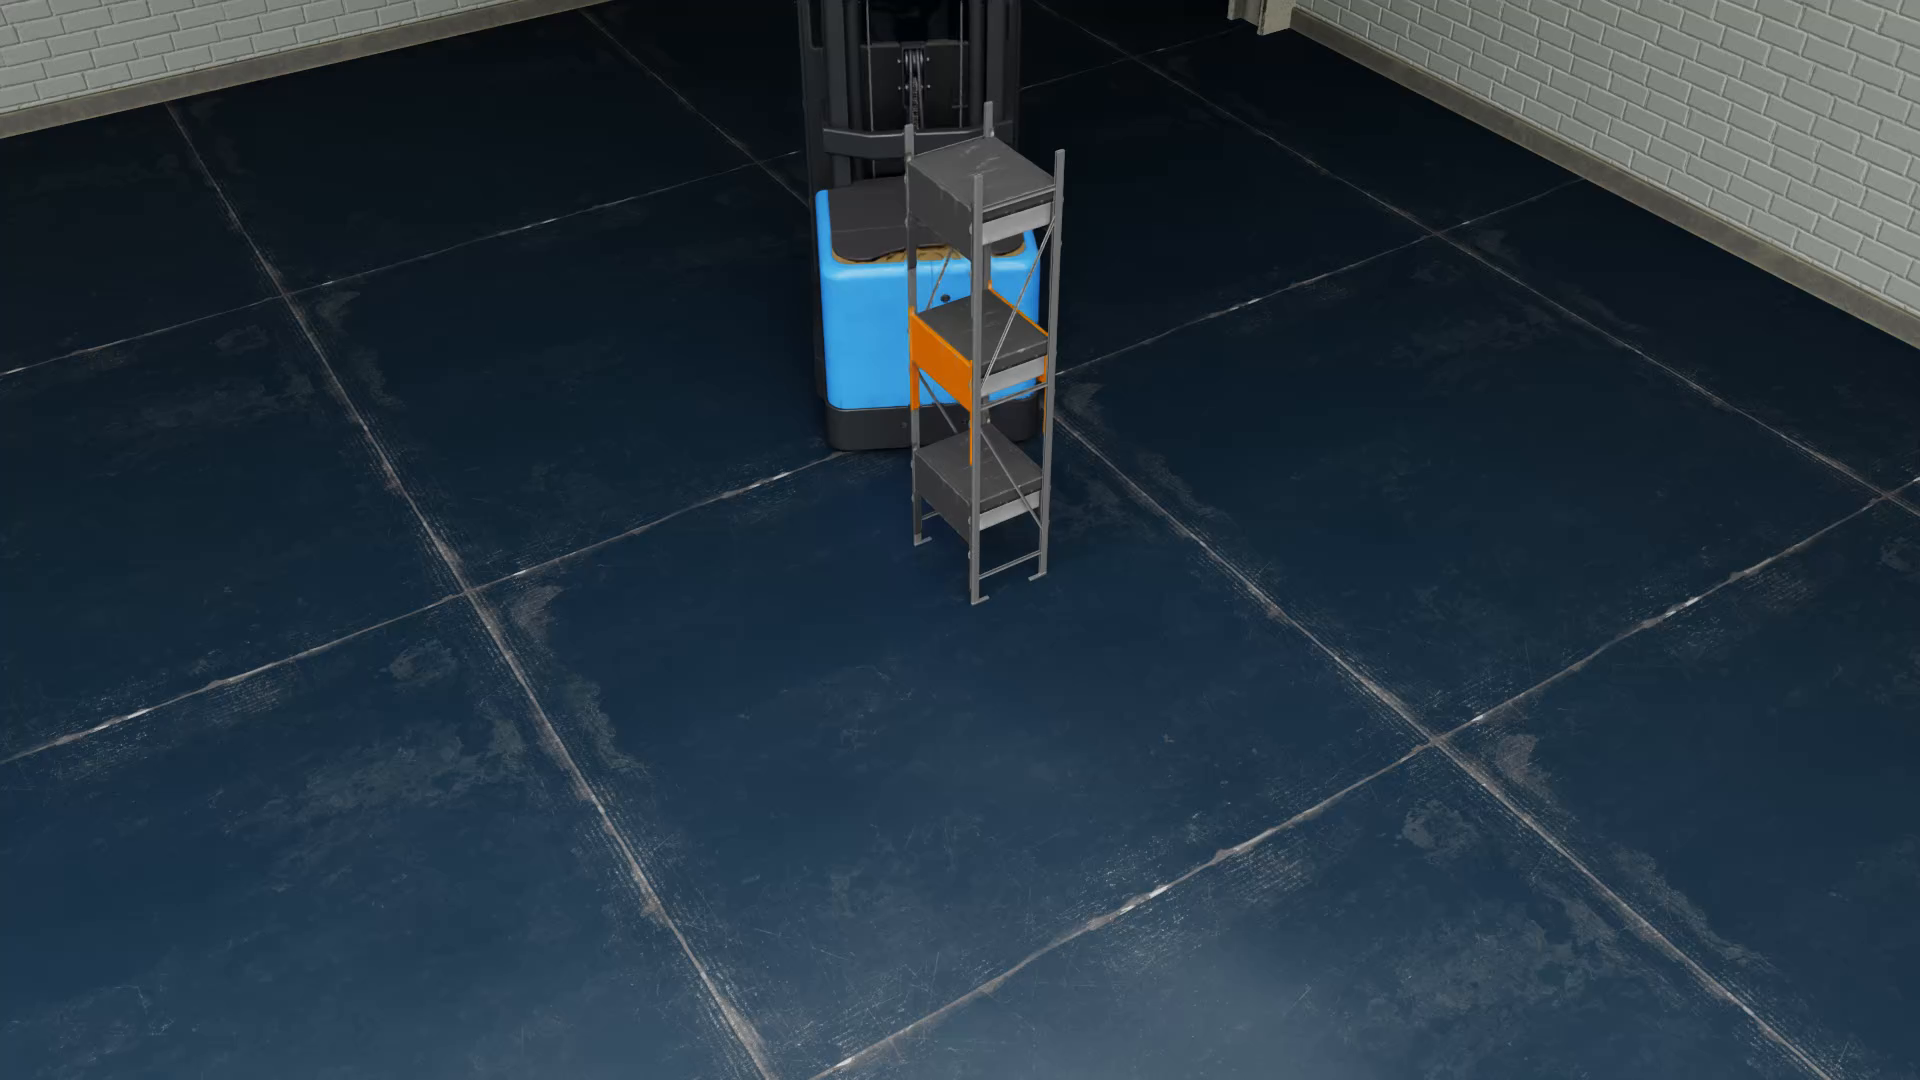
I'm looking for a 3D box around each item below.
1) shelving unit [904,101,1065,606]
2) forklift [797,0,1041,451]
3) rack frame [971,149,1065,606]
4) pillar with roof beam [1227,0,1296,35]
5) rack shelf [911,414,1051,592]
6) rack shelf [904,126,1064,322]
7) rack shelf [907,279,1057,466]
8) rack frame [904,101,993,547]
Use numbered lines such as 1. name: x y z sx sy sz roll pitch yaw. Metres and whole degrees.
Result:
1. shelving unit: 0.089 -0.717 6.971 0.431 2.100 0.503 -22 45 -24
2. forklift: -0.271 -2.500 8.461 1.130 2.935 3.031 -4 40 -4
3. rack frame: 0.220 -0.586 6.813 0.400 2.100 0.015 -22 45 -24
4. pillar with roof beam: -1.399 -5.832 7.719 9.100 9.000 0.400 -22 45 -24
5. rack shelf: 0.089 -0.169 7.427 0.431 0.518 0.480 -22 45 -24
6. rack shelf: 0.089 -1.245 6.531 0.431 0.518 0.480 -22 45 -24
7. rack shelf: 0.089 -0.707 6.979 0.431 0.518 0.480 -22 45 -24
8. rack frame: -0.042 -0.849 7.129 0.400 2.100 0.015 -22 45 -24
